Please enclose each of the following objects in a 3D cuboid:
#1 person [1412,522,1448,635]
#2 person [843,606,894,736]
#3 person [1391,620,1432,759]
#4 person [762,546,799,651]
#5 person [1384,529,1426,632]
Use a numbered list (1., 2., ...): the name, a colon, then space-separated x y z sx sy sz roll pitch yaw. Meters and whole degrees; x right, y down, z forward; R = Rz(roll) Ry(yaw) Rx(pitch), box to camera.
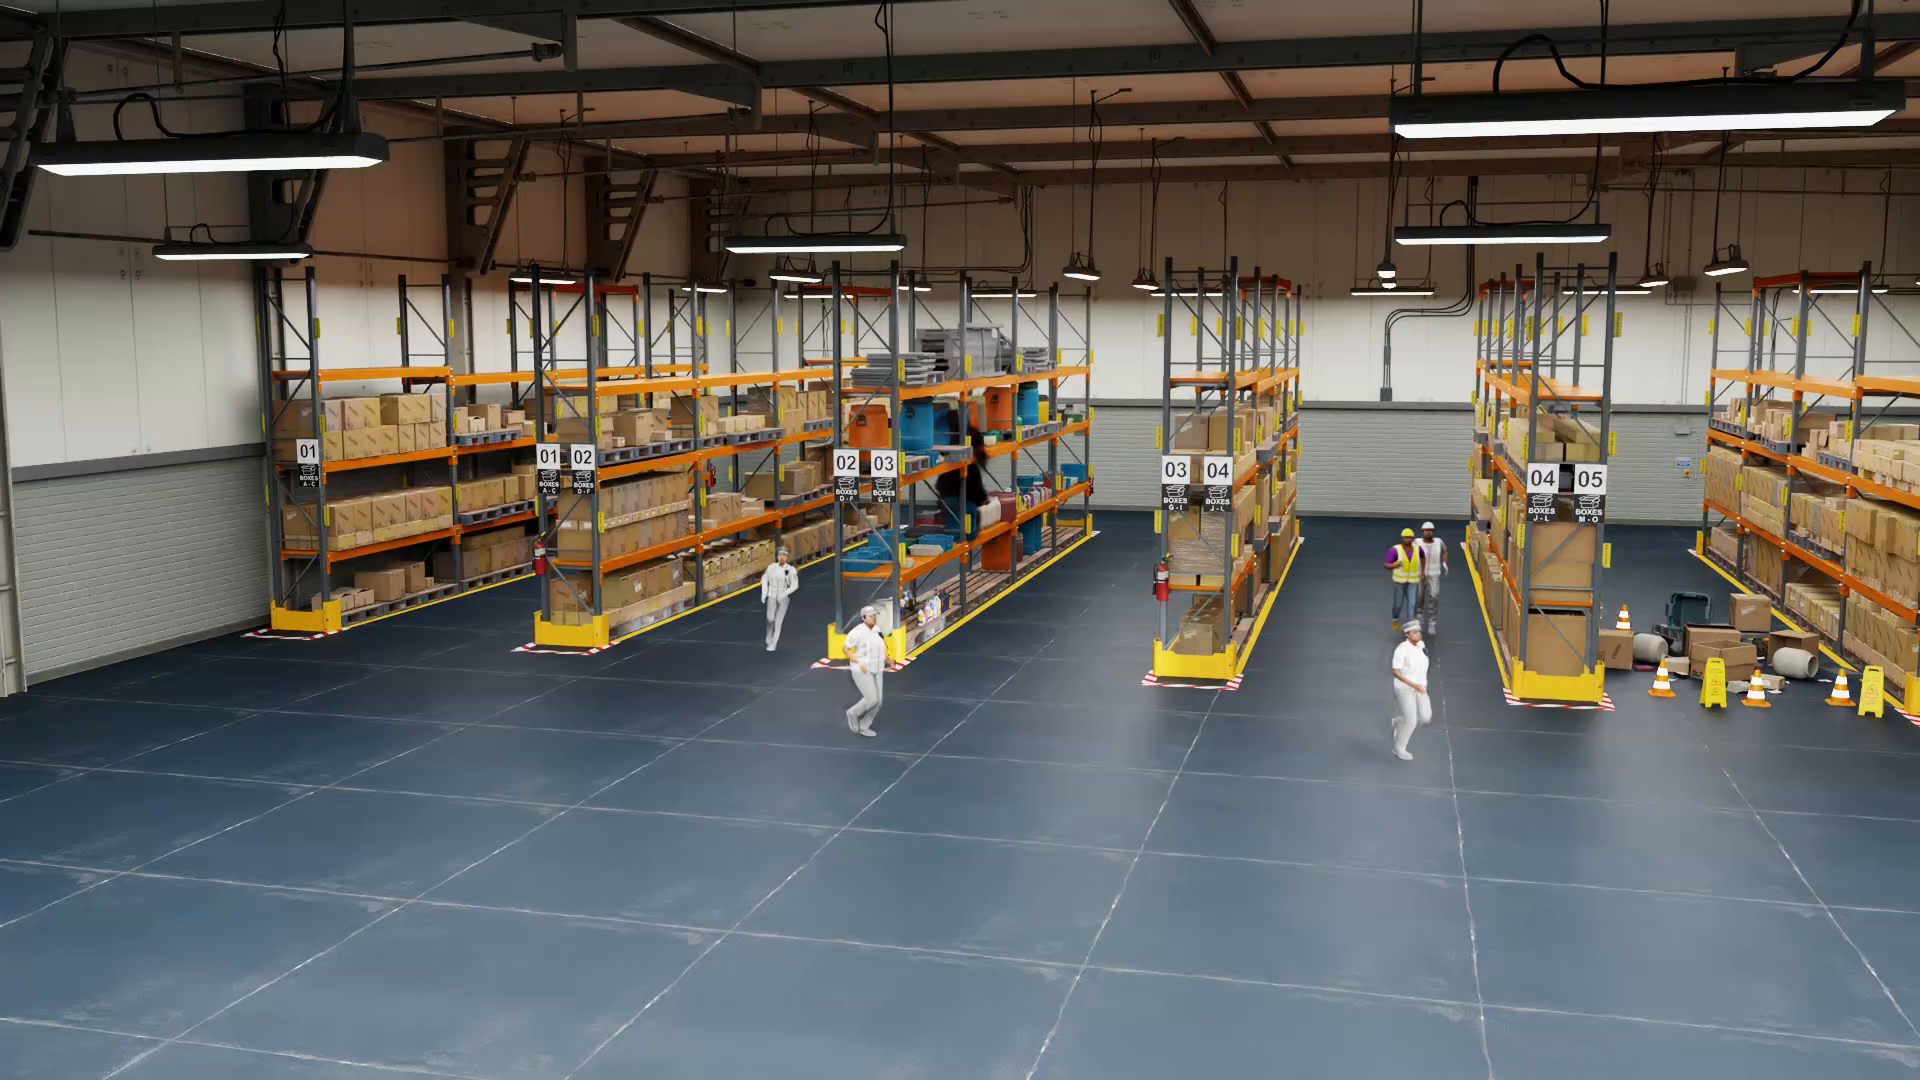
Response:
1. person: 7.750 0.605 27.596 0.670 1.821 0.881 2 7 13
2. person: -1.106 1.615 20.440 0.538 1.621 0.582 6 9 39
3. person: 5.287 1.735 19.432 0.592 1.663 0.606 -4 8 -30
4. person: -2.811 0.913 25.819 0.600 1.635 0.556 0 7 1
5. person: 7.187 0.674 26.858 0.710 1.741 0.996 1 7 5
